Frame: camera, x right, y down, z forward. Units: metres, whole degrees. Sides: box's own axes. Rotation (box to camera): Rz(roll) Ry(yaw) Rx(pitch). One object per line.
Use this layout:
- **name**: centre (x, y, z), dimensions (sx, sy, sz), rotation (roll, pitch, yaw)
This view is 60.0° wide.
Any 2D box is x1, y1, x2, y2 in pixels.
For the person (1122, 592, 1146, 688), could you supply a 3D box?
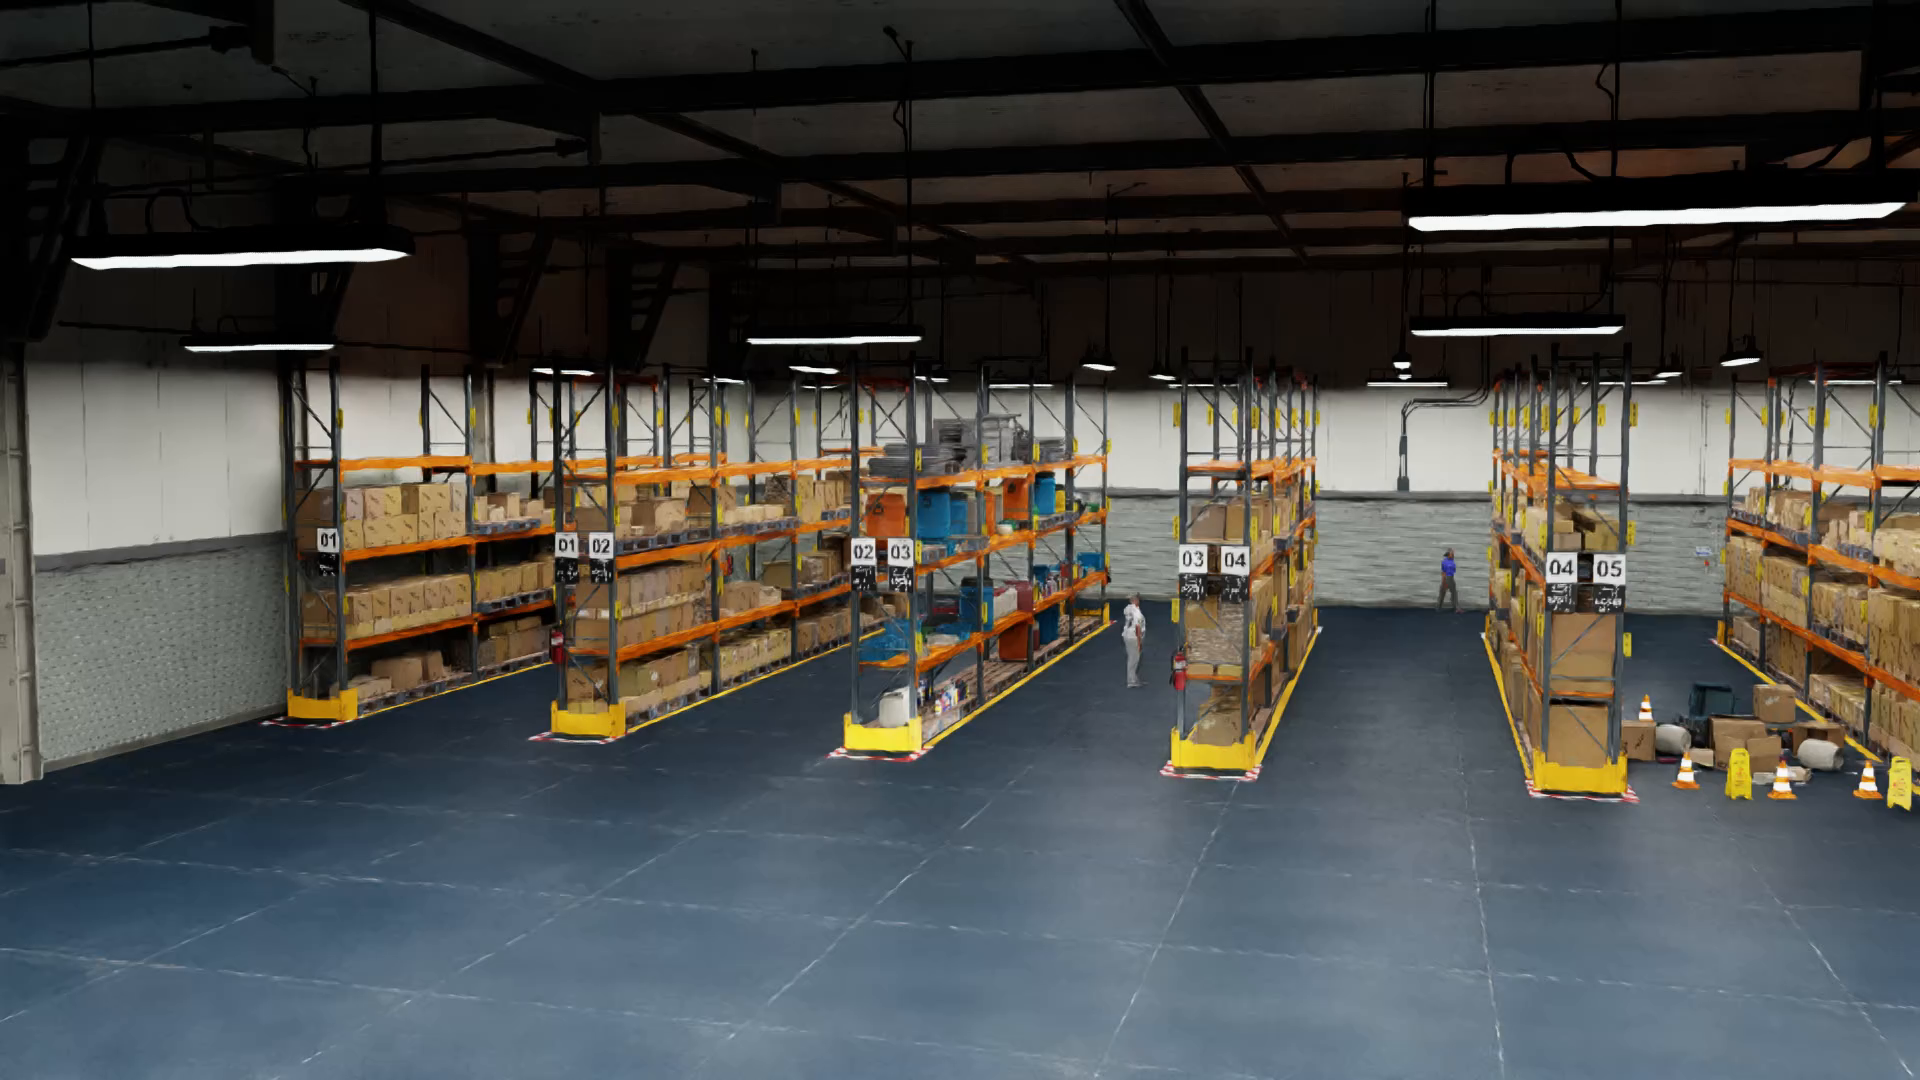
- **person**: centre (3.273, 1.841, 30.951), dimensions (0.476, 1.758, 0.593), rotation (-1, 4, -14)

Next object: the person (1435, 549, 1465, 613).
- **person**: centre (12.530, 1.044, 42.567), dimensions (0.697, 1.647, 0.560), rotation (-3, 5, -36)
